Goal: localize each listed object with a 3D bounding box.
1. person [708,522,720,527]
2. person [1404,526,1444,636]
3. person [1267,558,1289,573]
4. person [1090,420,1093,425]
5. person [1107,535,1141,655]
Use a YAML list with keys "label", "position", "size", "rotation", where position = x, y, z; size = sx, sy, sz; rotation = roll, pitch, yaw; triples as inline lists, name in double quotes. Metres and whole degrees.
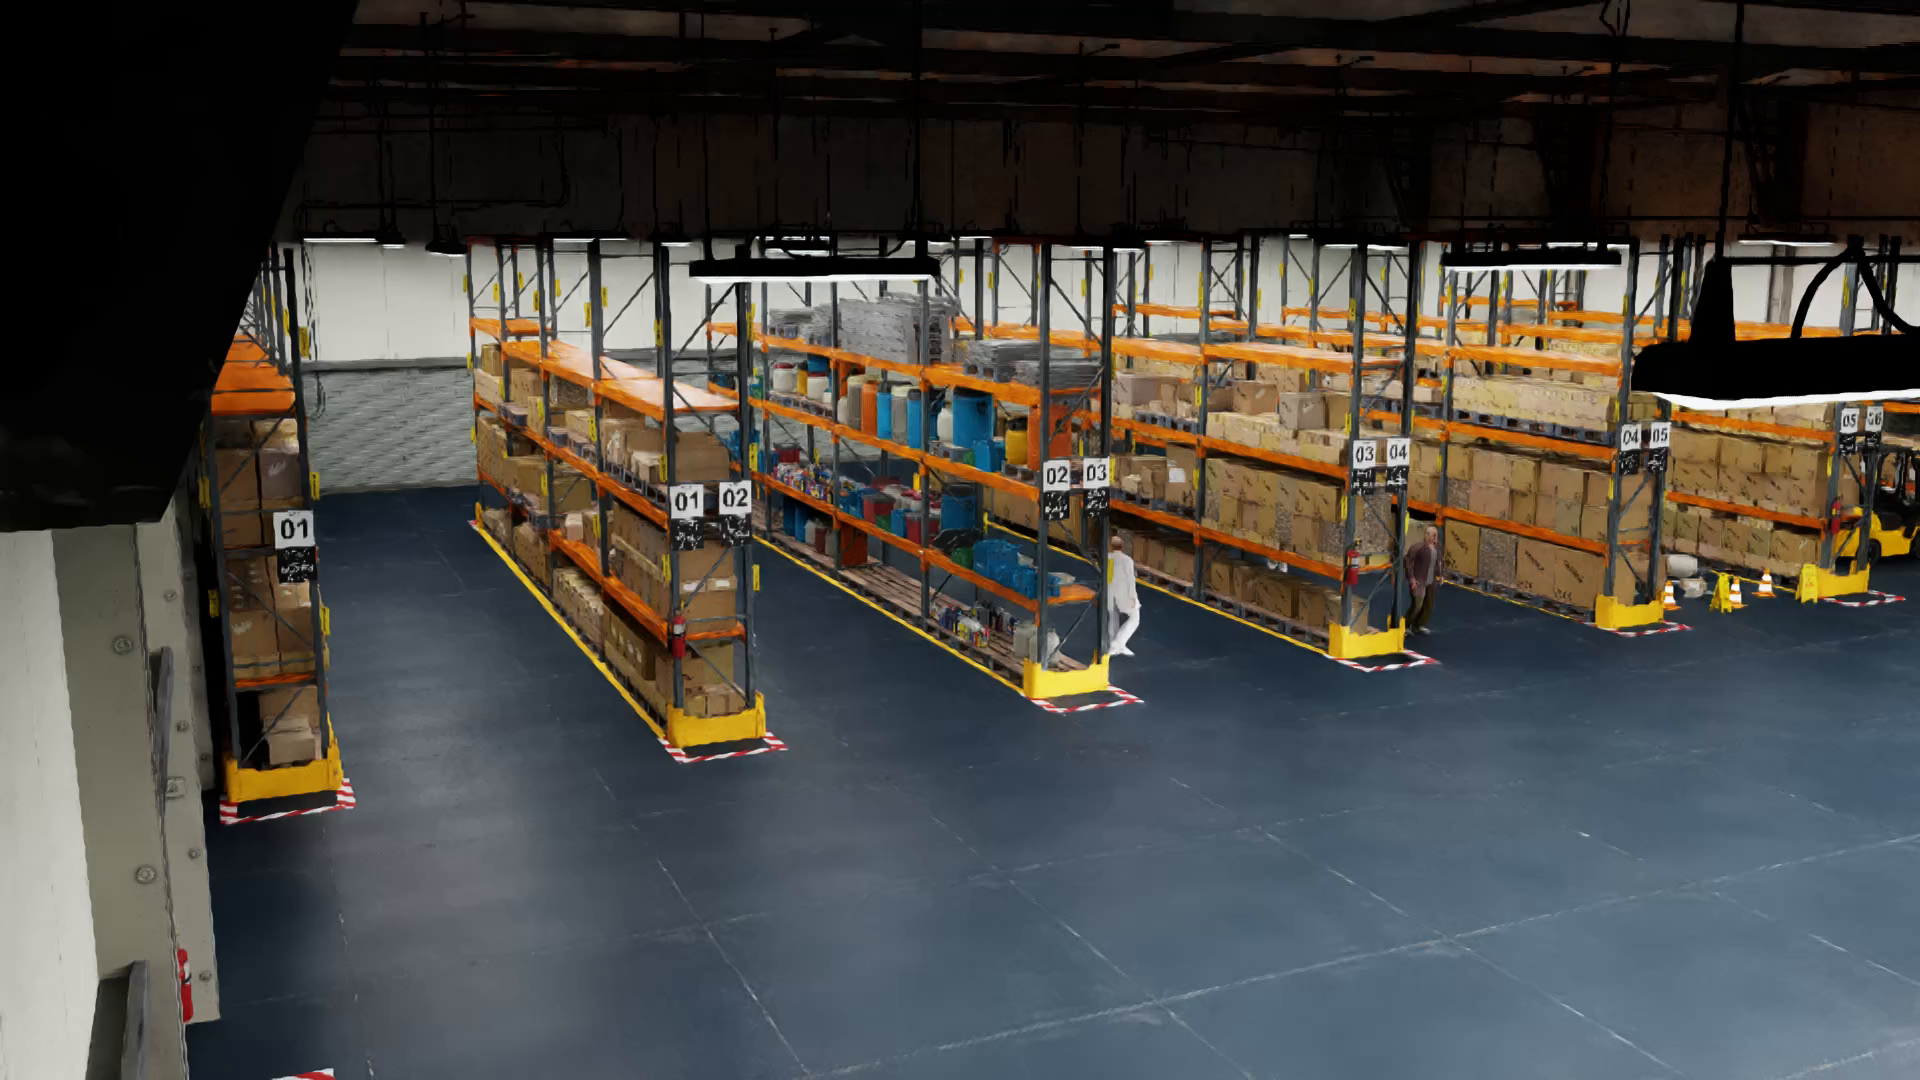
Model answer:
- label: "person"
  position: [-4.604, -0.242, 29.919]
  size: [0.719, 1.714, 0.578]
  rotation: [-5, 12, -25]
- label: "person"
  position: [7.066, 0.614, 25.443]
  size: [0.729, 1.734, 0.546]
  rotation: [-6, 12, -26]
- label: "person"
  position: [5.610, -0.050, 28.822]
  size: [0.564, 1.736, 1.044]
  rotation: [-5, 12, -25]
- label: "person"
  position: [2.954, -1.954, 38.635]
  size: [0.545, 1.709, 1.123]
  rotation: [-4, 12, -21]
- label: "person"
  position: [2.325, 0.814, 24.262]
  size: [0.634, 1.777, 0.517]
  rotation: [9, 14, 38]
